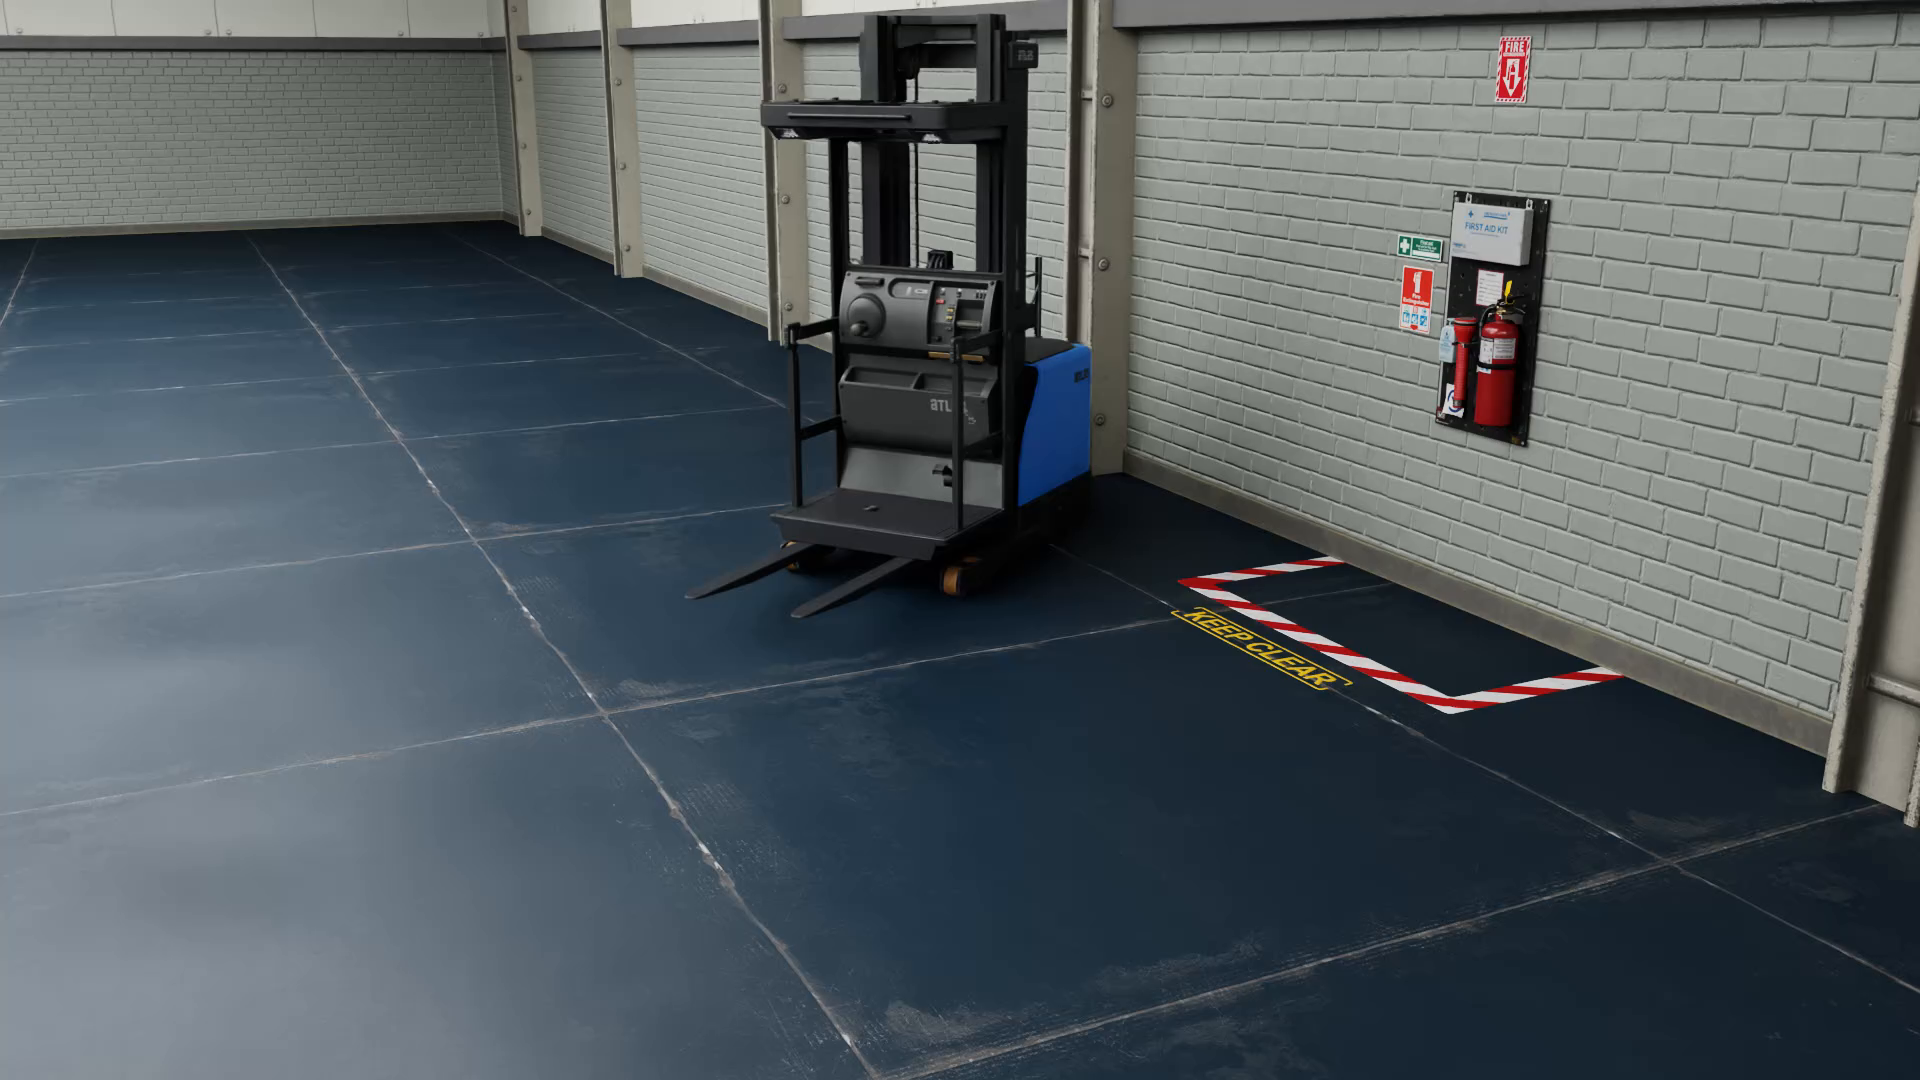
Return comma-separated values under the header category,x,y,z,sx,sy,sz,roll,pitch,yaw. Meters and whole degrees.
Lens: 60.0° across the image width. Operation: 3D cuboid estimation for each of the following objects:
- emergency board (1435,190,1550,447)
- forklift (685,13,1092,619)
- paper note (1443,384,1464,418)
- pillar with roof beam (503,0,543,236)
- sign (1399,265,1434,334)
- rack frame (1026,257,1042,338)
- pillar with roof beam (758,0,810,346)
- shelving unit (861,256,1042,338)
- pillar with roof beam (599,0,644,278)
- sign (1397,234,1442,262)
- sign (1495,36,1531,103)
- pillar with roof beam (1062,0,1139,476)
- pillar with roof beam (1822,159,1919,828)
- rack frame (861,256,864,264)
category,x,y,z,sx,sy,sz,roll,pitch,yaw
emergency board,2.499,-1.072,8.049,0.194,1.169,0.643,-8,18,-25
forklift,-0.328,-1.248,8.787,1.130,2.935,3.031,8,18,26
paper note,2.484,-0.701,8.353,0.016,0.148,0.142,-8,18,-25
pillar with roof beam,-10.837,-8.769,23.995,9.100,9.000,0.400,-8,18,-25
sign,2.350,-1.239,8.565,0.001,0.329,0.234,-8,18,-25
rack frame,0.394,-1.028,10.613,0.032,1.500,0.500,8,18,27
pillar with roof beam,-5.579,-5.794,13.626,9.100,9.000,0.400,-8,18,-25
shelving unit,-0.047,-1.092,10.838,1.083,1.500,0.587,8,18,27
pillar with roof beam,-8.208,-7.282,18.810,9.100,9.000,0.400,-8,18,-25
sign,2.344,-1.491,8.485,0.001,0.109,0.331,-8,18,-25
sign,2.585,-2.201,7.778,0.001,0.298,0.199,-8,18,-25
pillar with roof beam,-2.951,-4.306,8.442,9.100,9.000,0.400,-8,18,-25
pillar with roof beam,-0.322,-2.818,3.257,9.100,9.000,0.400,-8,18,-25
rack frame,-0.504,-1.159,11.072,0.032,1.500,0.500,8,18,27
